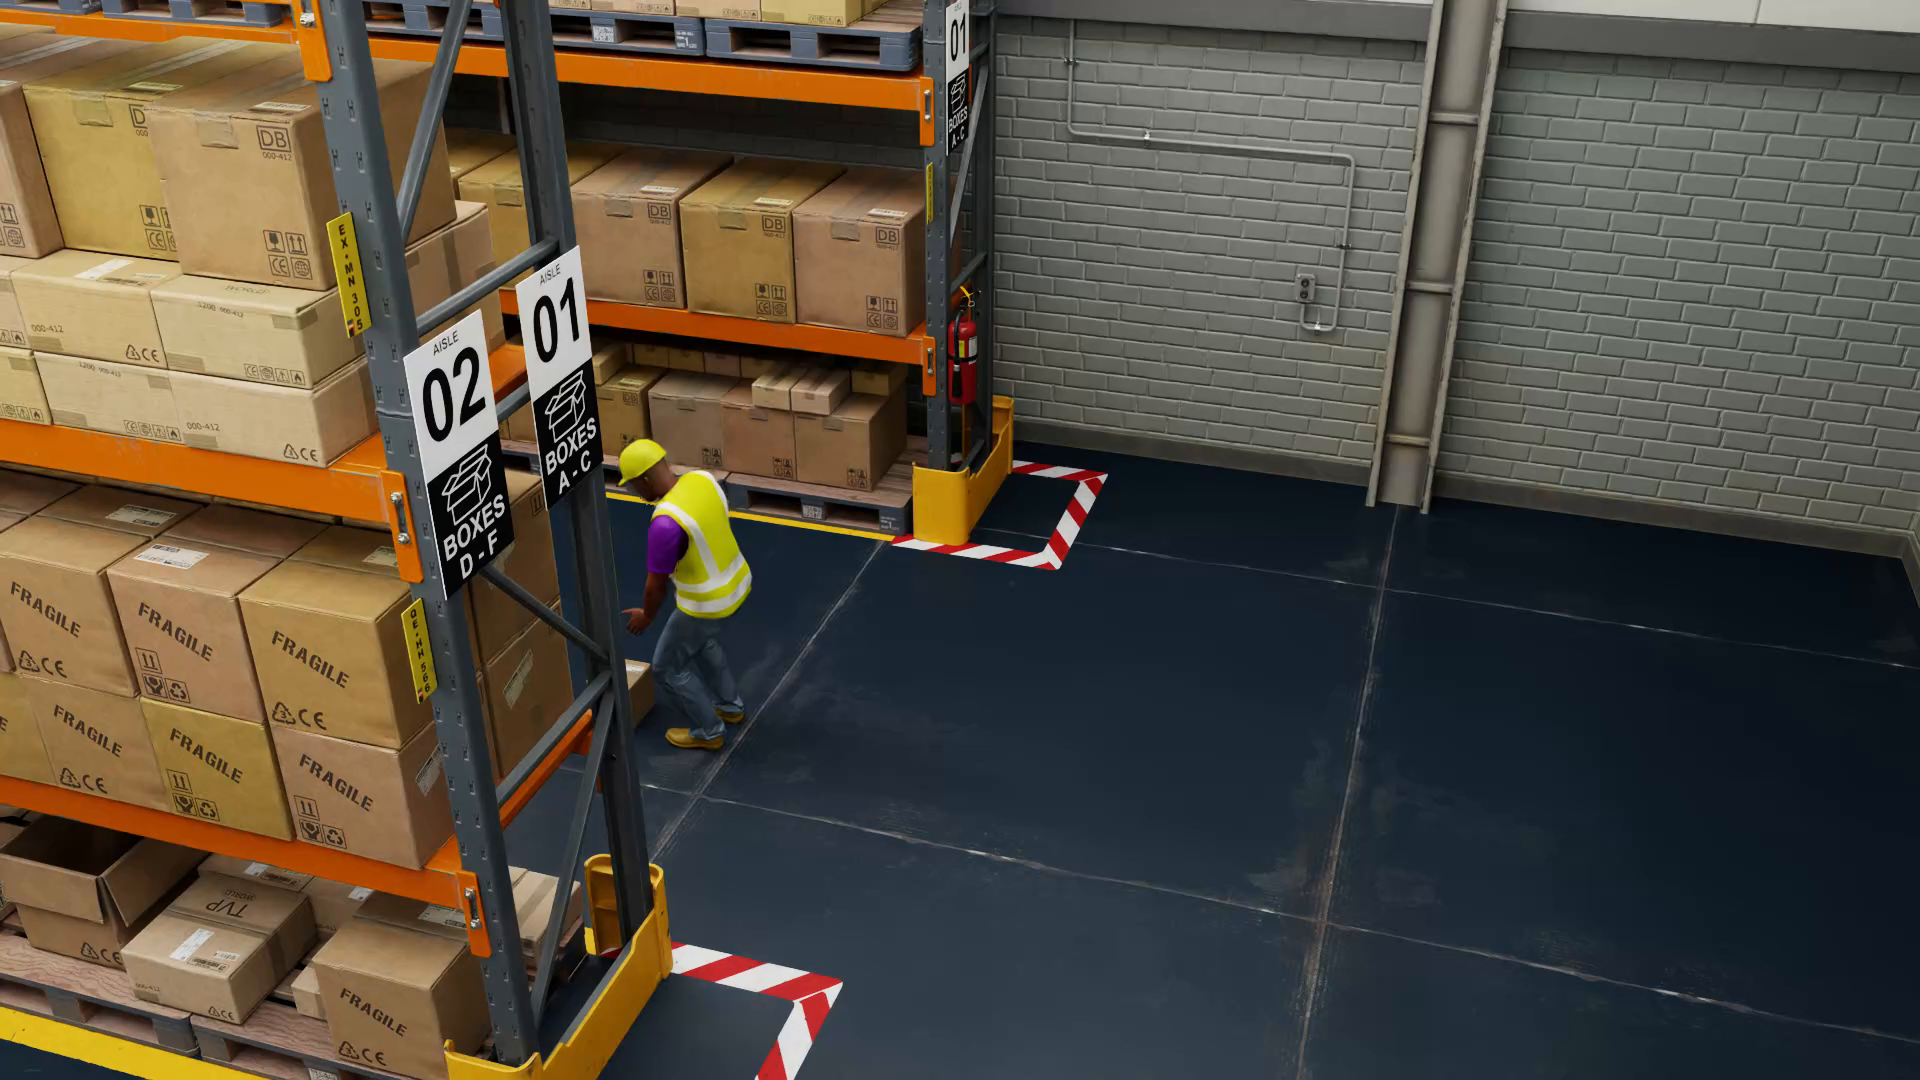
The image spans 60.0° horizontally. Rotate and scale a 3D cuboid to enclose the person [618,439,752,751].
[{"bbox_3d":[-1.337,0.272,8.134,0.576,1.633,0.613,9,30,16],"label":"person"}]
